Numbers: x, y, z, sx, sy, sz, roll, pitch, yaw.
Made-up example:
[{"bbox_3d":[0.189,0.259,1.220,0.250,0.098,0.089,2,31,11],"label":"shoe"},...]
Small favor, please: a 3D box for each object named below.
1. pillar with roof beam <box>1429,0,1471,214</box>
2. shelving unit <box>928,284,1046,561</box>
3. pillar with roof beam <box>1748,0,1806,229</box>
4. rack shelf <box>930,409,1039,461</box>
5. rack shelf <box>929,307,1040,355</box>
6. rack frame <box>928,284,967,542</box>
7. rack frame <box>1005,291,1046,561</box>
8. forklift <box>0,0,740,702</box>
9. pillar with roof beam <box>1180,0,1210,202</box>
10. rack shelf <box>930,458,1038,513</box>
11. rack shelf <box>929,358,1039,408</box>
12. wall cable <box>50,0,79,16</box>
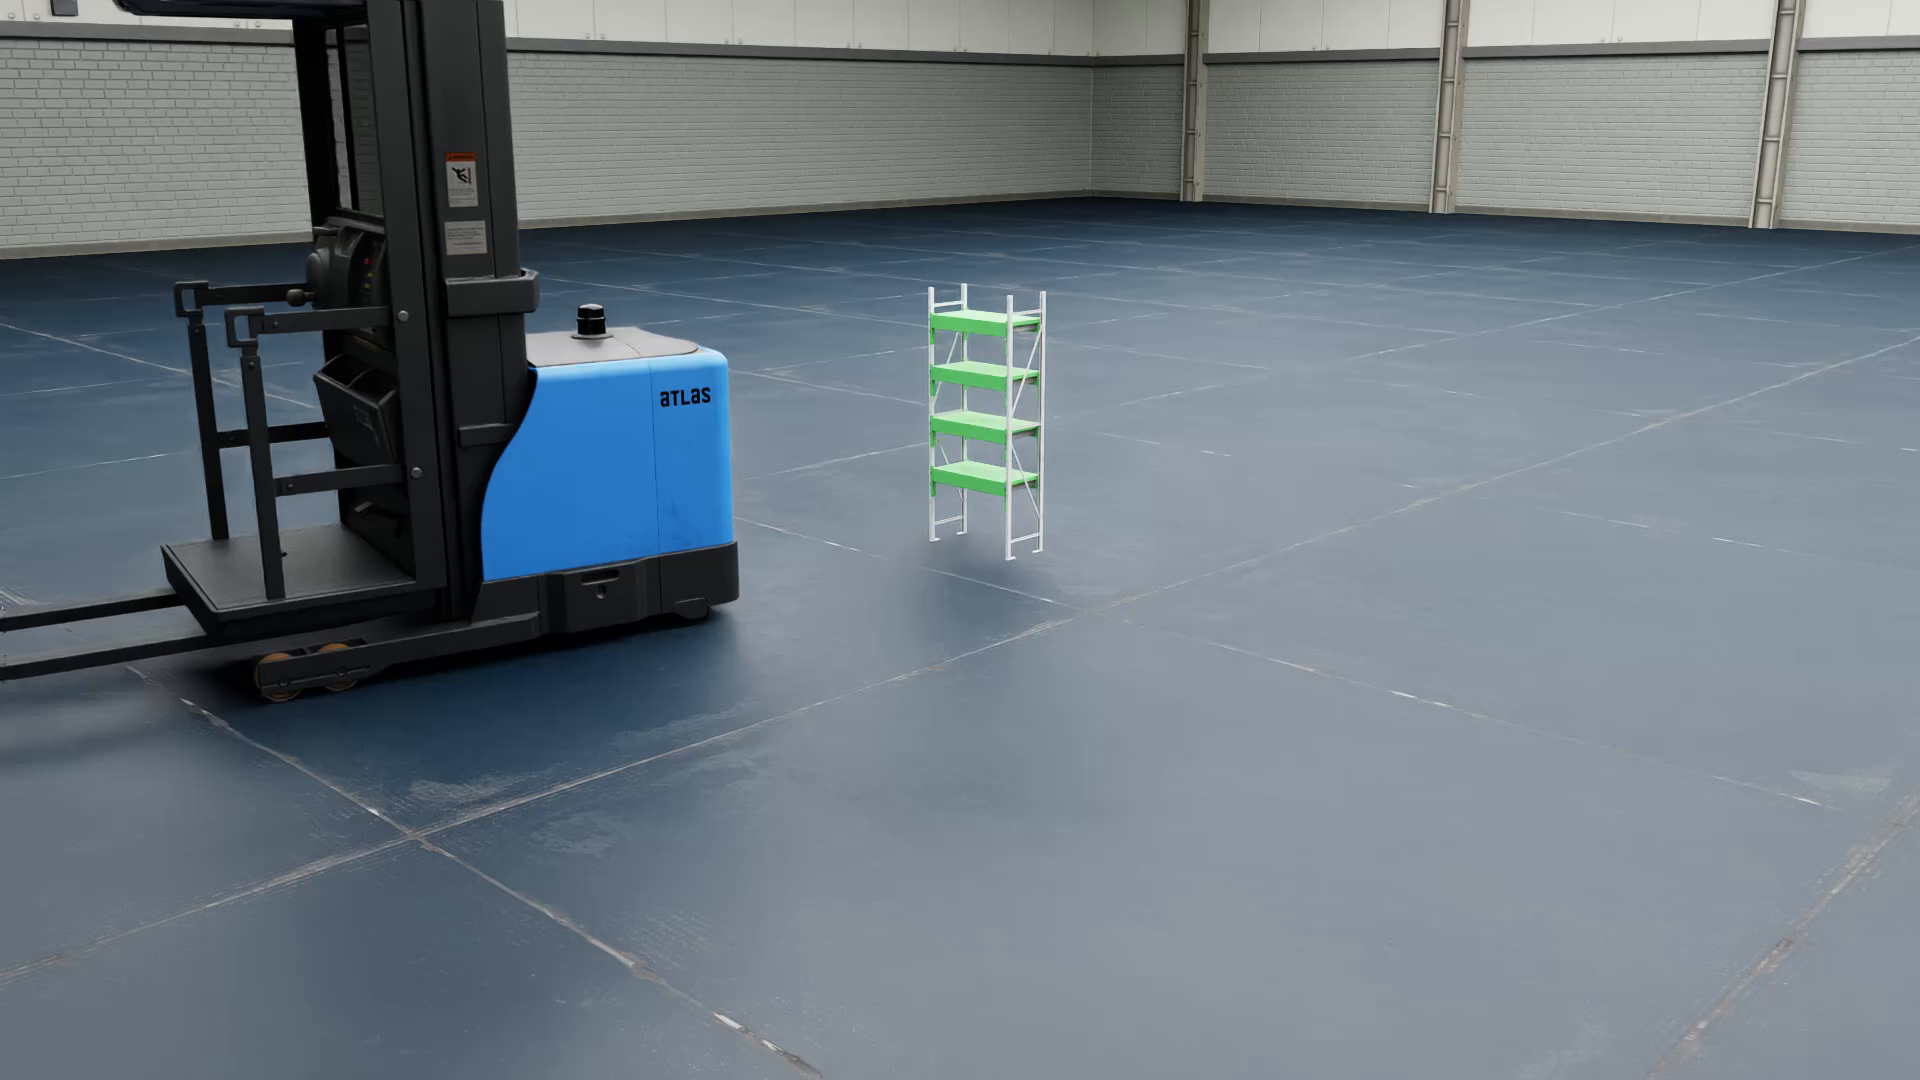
[{"bbox_3d":[6.400,-9.949,28.267,0.400,9.000,9.100,14,20,42],"label":"pillar with roof beam"},{"bbox_3d":[0.119,-0.552,7.670,0.503,1.200,0.258,14,20,42],"label":"shelving unit"},{"bbox_3d":[10.719,-8.899,24.237,0.400,9.000,9.100,14,20,42],"label":"pillar with roof beam"},{"bbox_3d":[0.119,-0.490,7.686,0.480,0.148,0.258,14,20,42],"label":"rack shelf"},{"bbox_3d":[0.119,-0.954,7.565,0.480,0.148,0.258,14,20,42],"label":"rack shelf"},{"bbox_3d":[-0.056,-0.594,7.833,0.015,1.200,0.240,14,20,42],"label":"rack frame"},{"bbox_3d":[0.295,-0.509,7.506,0.015,1.200,0.240,14,20,42],"label":"rack frame"},{"bbox_3d":[-2.408,-1.008,5.989,3.031,2.935,1.130,-9,17,-32],"label":"forklift"},{"bbox_3d":[2.080,-10.999,32.297,0.400,9.000,9.100,14,20,42],"label":"pillar with roof beam"},{"bbox_3d":[0.119,-0.258,7.746,0.480,0.148,0.258,14,20,42],"label":"rack shelf"},{"bbox_3d":[0.119,-0.722,7.625,0.480,0.148,0.258,14,20,42],"label":"rack shelf"},{"bbox_3d":[-11.398,-10.184,22.427,0.169,6.003,2.305,14,20,42],"label":"wall cable"}]
